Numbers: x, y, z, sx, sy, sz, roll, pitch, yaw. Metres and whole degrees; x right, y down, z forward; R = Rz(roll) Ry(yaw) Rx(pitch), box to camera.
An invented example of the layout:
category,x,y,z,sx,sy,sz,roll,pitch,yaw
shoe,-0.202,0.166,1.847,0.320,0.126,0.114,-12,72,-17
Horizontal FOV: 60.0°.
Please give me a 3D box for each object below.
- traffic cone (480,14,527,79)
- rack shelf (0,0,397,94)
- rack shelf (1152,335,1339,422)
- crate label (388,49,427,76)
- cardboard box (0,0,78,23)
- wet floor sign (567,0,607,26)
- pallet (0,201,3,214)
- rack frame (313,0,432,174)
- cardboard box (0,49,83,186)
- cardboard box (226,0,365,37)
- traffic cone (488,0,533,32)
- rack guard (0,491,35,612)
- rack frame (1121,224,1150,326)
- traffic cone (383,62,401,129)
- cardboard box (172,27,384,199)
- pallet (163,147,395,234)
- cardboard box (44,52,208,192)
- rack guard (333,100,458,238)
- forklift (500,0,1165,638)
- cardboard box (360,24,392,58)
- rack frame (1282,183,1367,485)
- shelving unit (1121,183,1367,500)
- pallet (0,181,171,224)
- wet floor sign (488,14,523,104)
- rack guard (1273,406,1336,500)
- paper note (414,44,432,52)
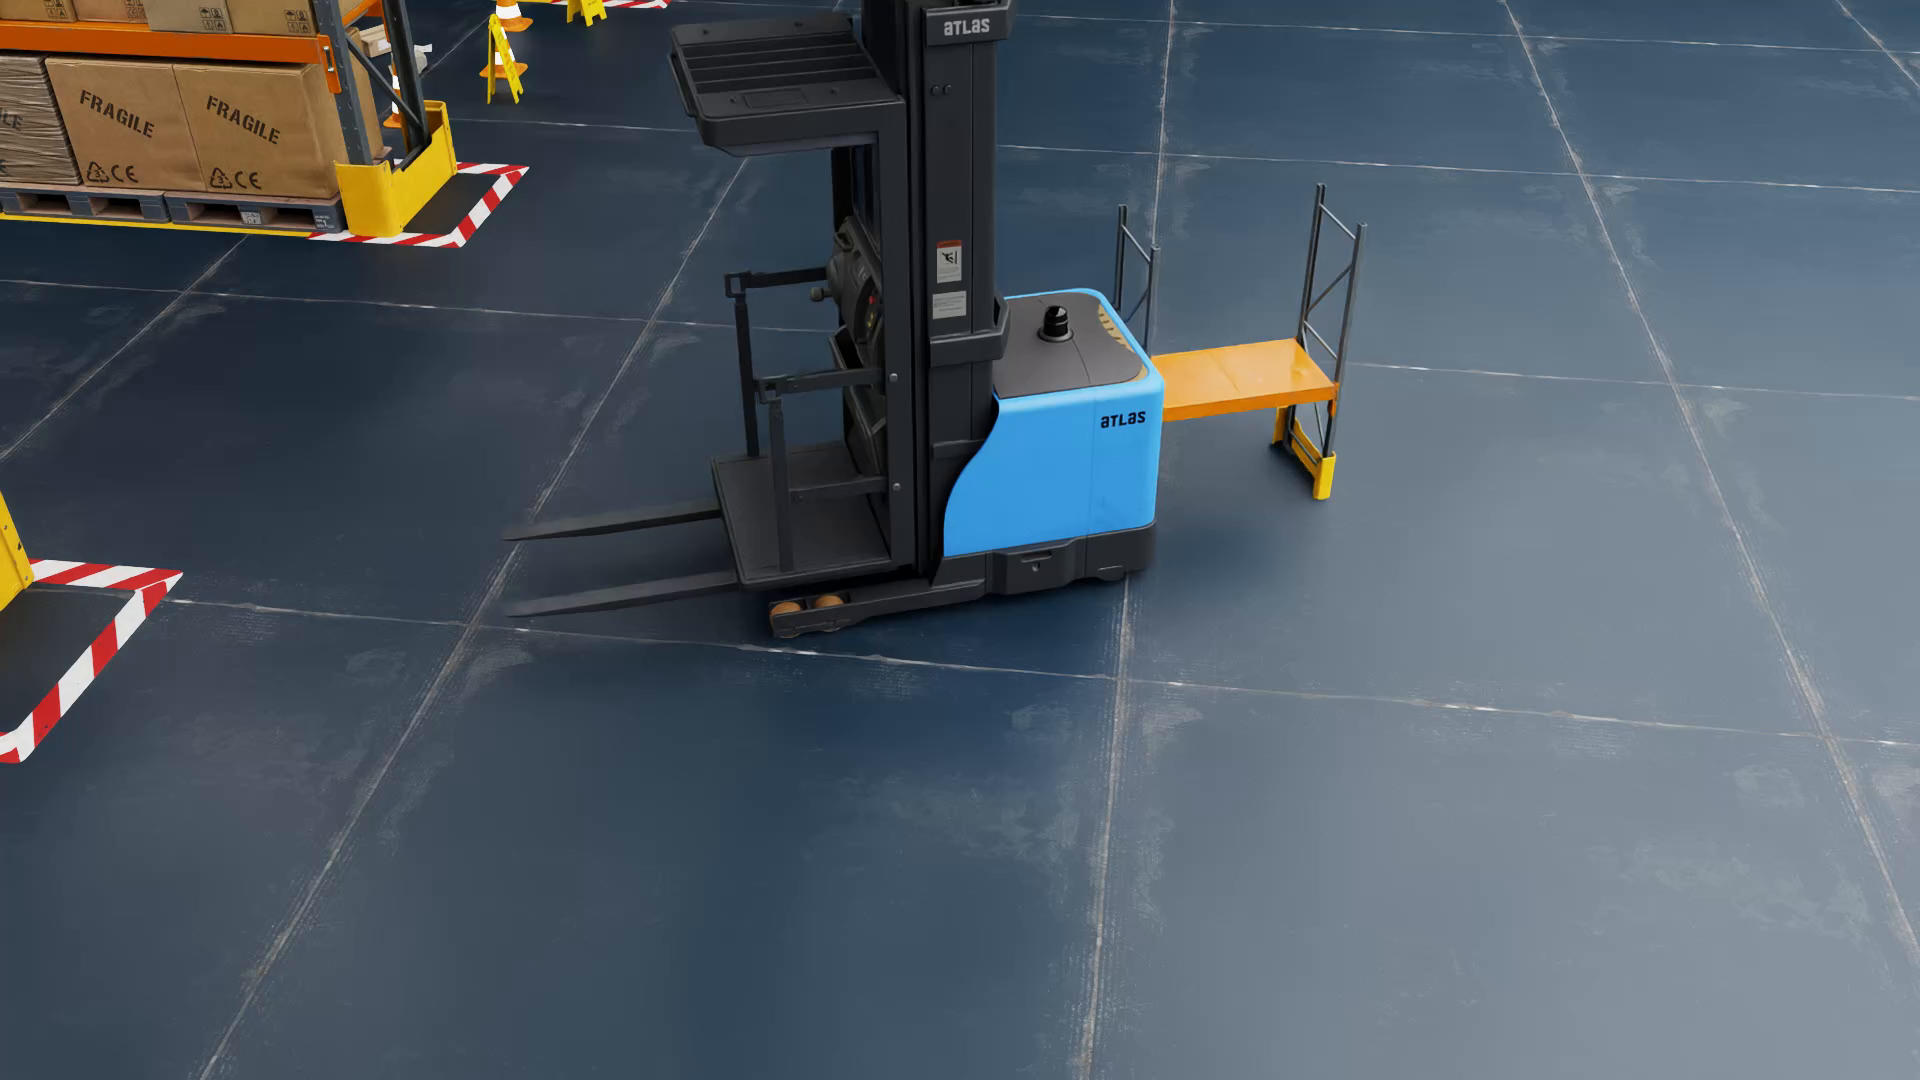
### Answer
category,x,y,z,sx,sy,sz,roll,pitch,yaw
traffic cone,-3.740,-4.032,13.501,0.334,0.463,0.336,4,36,6
rack shelf,-5.859,-3.436,11.102,4.000,0.370,1.077,4,36,6
rack shelf,1.323,-0.770,8.348,1.000,0.185,0.538,-8,36,-11
crate label,-4.528,-3.922,13.627,0.298,0.136,0.250,-14,38,-18
cardboard box,-5.868,-3.801,10.864,0.500,0.550,0.875,4,36,6
wet floor sign,-3.293,-4.852,14.492,0.232,0.644,0.267,17,39,22
pallet,-7.099,-2.640,11.768,1.213,0.211,1.003,4,36,6
rack frame,-3.876,-3.581,10.685,0.127,3.000,1.000,4,36,6
cardboard box,-6.334,-3.032,11.383,0.875,0.875,0.875,5,36,6
cardboard box,-4.249,-3.643,10.644,0.550,0.550,0.875,4,36,6
traffic cone,-3.936,-4.696,14.432,0.334,0.463,0.336,4,36,6
rack guard,-4.683,0.281,7.425,0.348,0.500,1.175,4,36,6
rack frame,0.829,-0.845,8.143,0.013,1.308,0.475,-8,36,-11
traffic cone,-4.222,-3.406,12.624,0.334,0.463,0.336,4,36,6
cardboard box,-4.557,-2.899,11.197,0.875,0.875,0.875,4,36,6
pallet,-4.679,-2.460,11.515,1.213,0.211,1.003,4,36,6
cardboard box,-5.430,-2.963,11.287,0.875,0.875,0.875,4,36,5
rack guard,-3.852,-2.562,11.409,0.348,0.500,1.175,4,36,6
forklift,-0.641,-1.083,7.244,3.031,2.935,1.130,-9,36,-12
cardboard box,-4.902,-4.213,14.025,0.250,0.149,0.380,24,42,30
rack frame,1.816,-0.988,8.344,0.032,1.500,0.500,-8,36,-11
shelving unit,1.314,-0.915,8.241,1.083,1.500,0.587,-8,36,-11
pallet,-5.885,-2.552,11.644,1.213,0.211,1.003,4,36,6
wet floor sign,-3.595,-3.761,12.965,0.232,0.644,0.267,-2,36,-2
rack guard,1.797,-0.477,8.703,0.087,0.250,0.587,-8,36,-11
paper note,-4.537,-4.155,14.046,0.142,0.019,0.148,-7,36,-10
